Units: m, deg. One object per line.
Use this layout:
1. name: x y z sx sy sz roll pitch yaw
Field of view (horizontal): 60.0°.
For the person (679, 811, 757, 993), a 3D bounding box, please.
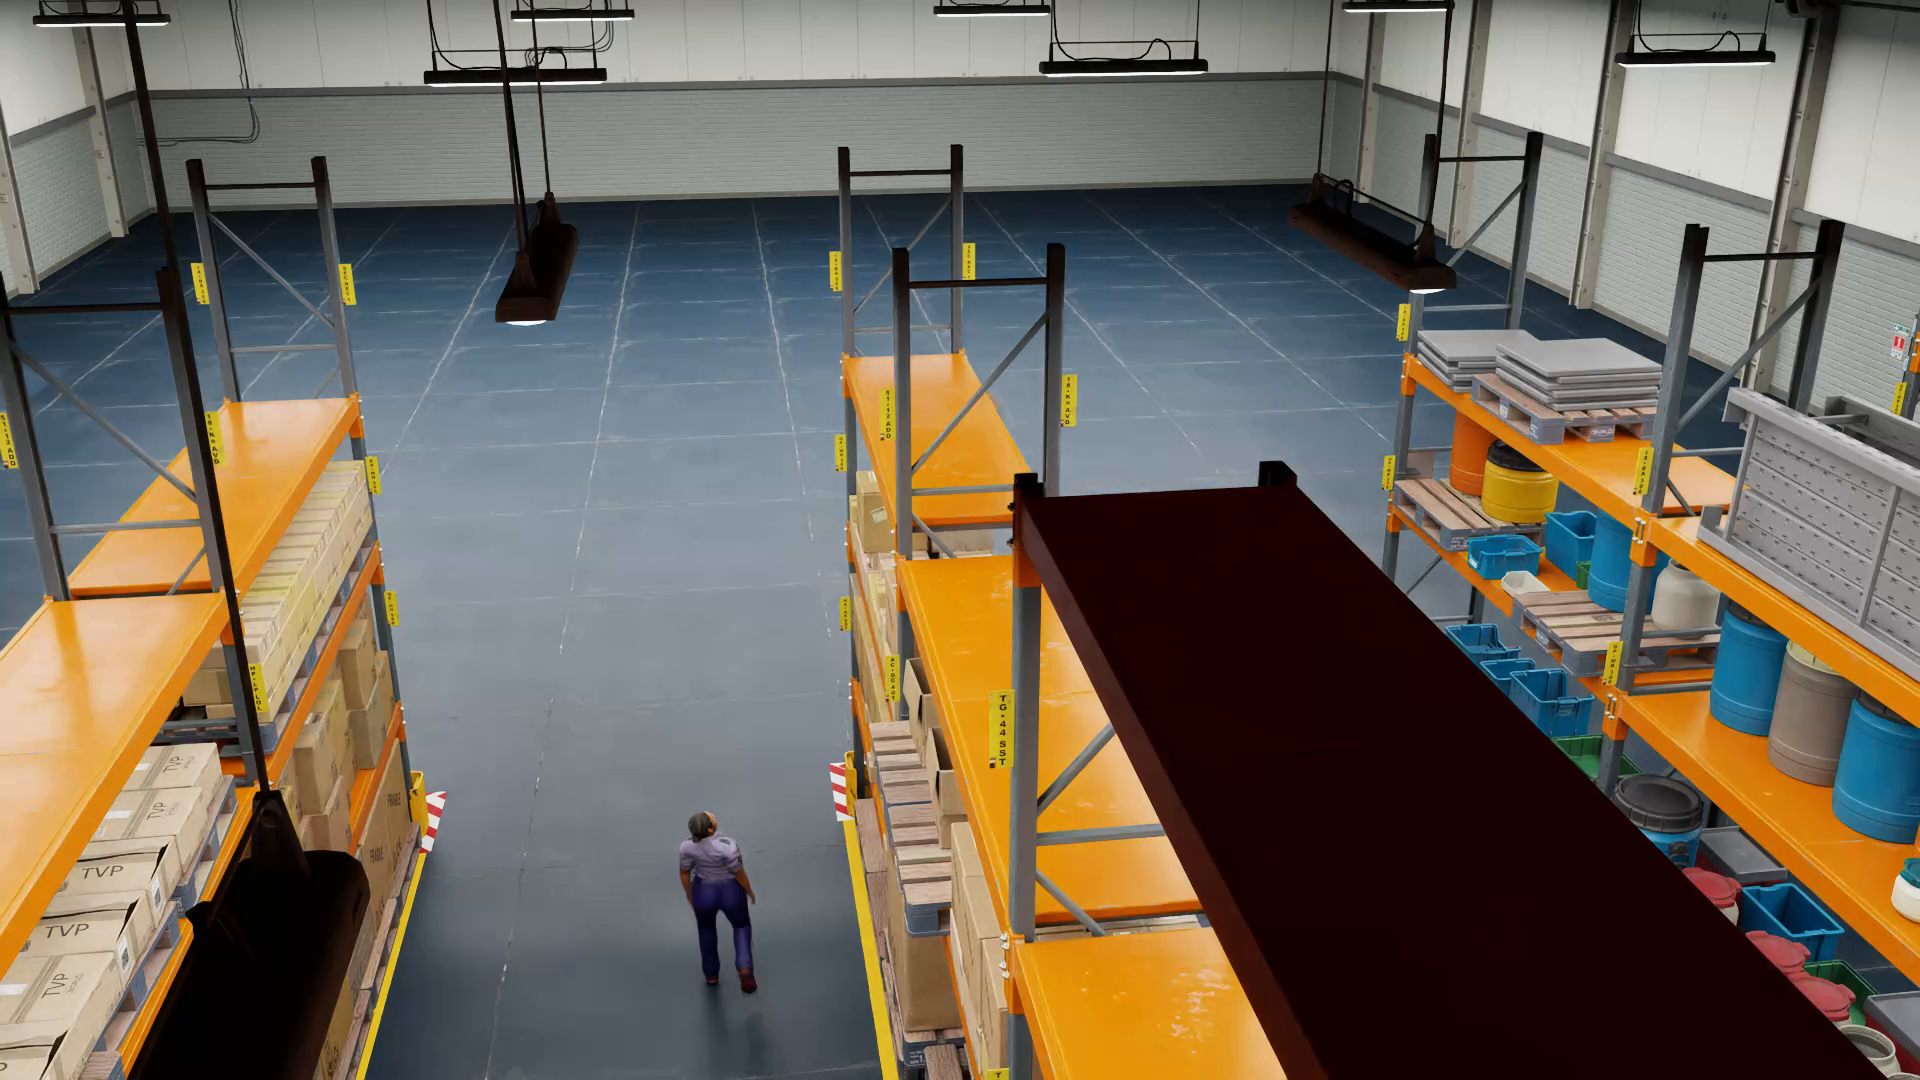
1. person: -1.821 2.722 12.588 0.554 1.586 0.674 -5 22 -13
